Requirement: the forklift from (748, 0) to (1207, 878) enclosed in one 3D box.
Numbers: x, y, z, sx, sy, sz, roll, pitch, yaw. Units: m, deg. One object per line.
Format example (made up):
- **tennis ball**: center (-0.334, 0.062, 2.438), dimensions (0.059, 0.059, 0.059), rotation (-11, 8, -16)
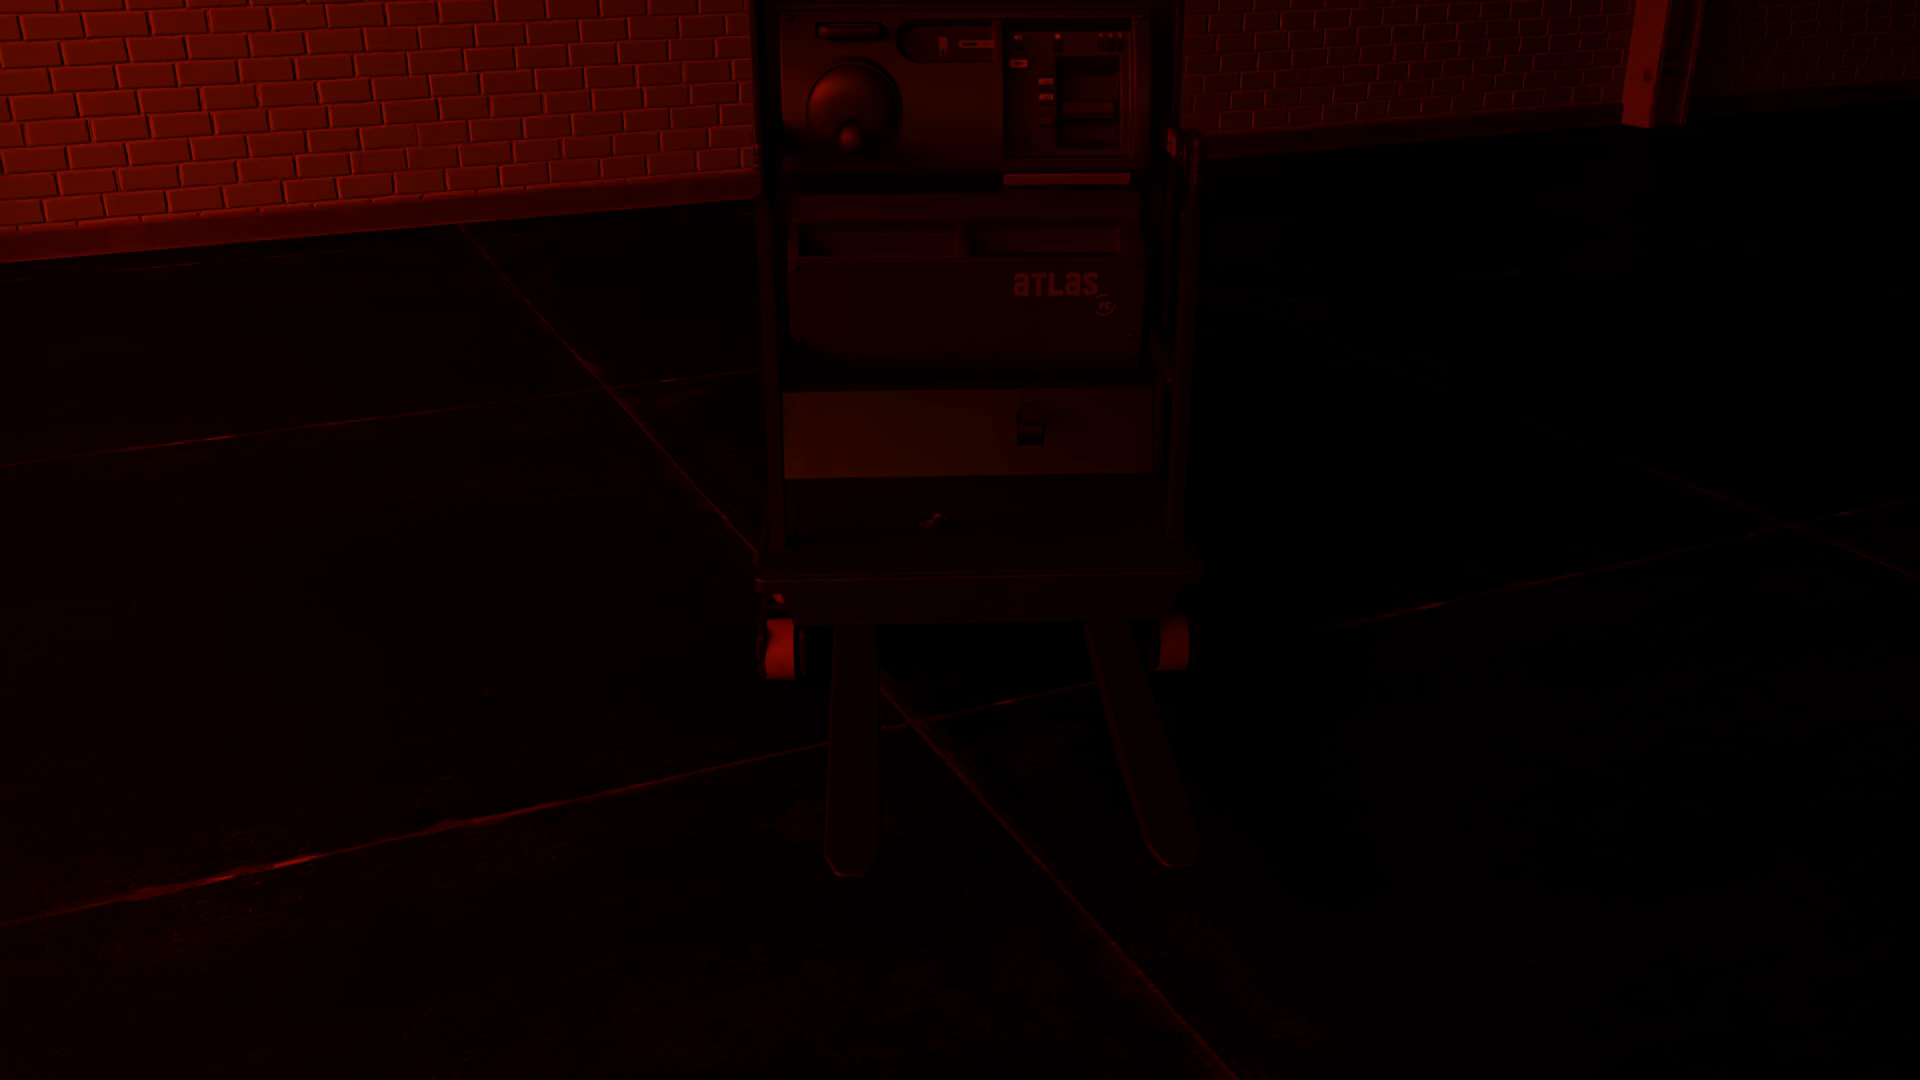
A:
- **forklift**: center (0.030, -1.120, 3.982), dimensions (1.130, 2.935, 3.031), rotation (-1, 23, -3)
